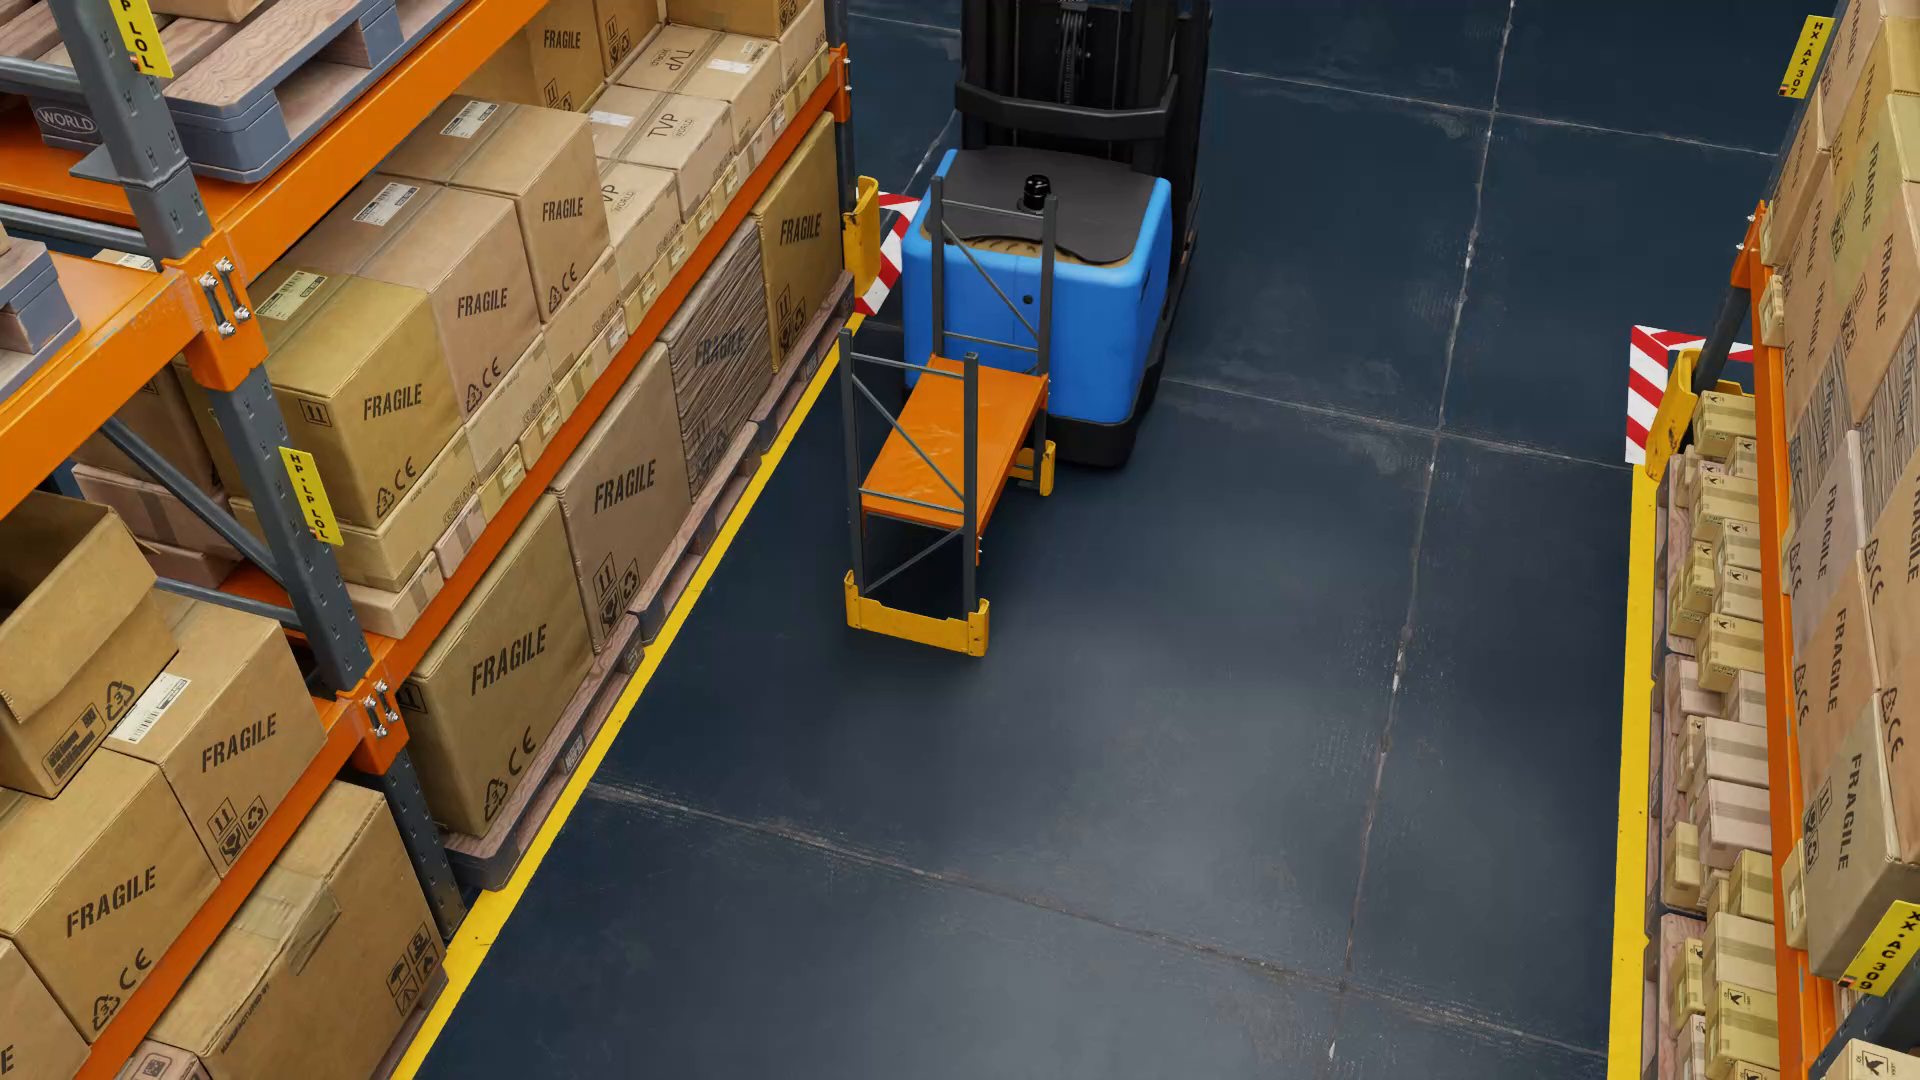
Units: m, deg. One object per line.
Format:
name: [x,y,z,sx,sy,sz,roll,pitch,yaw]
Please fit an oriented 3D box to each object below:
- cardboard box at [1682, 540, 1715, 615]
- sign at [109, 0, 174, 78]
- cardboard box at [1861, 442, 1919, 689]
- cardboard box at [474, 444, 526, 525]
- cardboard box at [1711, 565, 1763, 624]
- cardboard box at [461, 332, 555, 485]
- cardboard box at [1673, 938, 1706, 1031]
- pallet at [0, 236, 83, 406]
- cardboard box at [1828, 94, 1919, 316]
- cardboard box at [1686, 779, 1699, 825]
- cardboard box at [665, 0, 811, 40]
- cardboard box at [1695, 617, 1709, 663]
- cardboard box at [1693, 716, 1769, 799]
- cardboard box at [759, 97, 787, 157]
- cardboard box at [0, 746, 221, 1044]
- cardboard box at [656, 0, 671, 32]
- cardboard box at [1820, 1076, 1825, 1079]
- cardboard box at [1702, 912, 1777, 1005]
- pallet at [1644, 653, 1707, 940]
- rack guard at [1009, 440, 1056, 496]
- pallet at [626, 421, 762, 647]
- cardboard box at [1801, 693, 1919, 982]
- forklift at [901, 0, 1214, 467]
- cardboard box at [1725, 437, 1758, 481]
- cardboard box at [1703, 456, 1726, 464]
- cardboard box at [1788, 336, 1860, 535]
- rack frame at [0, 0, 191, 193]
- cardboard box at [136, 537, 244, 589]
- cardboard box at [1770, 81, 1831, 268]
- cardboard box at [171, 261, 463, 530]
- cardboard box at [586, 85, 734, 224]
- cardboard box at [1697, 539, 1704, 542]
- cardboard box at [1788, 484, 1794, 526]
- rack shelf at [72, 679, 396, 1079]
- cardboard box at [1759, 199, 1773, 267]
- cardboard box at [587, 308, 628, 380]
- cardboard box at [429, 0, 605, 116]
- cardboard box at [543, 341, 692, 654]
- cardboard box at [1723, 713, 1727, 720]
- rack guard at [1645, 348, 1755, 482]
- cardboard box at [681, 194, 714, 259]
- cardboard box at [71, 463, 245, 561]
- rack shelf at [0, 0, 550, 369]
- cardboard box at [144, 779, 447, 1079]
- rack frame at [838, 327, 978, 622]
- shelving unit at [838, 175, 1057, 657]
cardboard box: [2.980,0.175,6.351,0.380,0.149,0.250,14,46,14]
sign: [-1.697,-1.096,3.385,0.100,0.325,0.005,13,46,13]
cardboard box: [2.516,0.067,3.936,0.500,0.500,0.500,11,45,11]
cardboard box: [-1.651,-0.223,5.411,0.380,0.149,0.250,14,46,14]
cardboard box: [2.952,0.266,6.045,0.380,0.149,0.250,14,46,14]
cardboard box: [-1.669,-0.476,5.385,0.500,0.250,0.500,12,46,12]
cardboard box: [2.407,1.403,5.096,0.380,0.149,0.250,11,45,11]
pallet: [-2.447,-0.217,3.218,0.805,0.209,1.217,11,45,11]
cardboard box: [2.977,-0.960,4.986,0.500,0.500,0.500,12,46,12]
cardboard box: [2.730,0.969,5.752,0.380,0.149,0.250,13,46,13]
cardboard box: [-0.902,-2.441,6.857,0.500,0.500,0.500,13,46,13]
cardboard box: [2.989,0.463,6.269,0.380,0.149,0.250,13,46,13]
cardboard box: [2.664,0.762,5.538,0.380,0.149,0.250,11,45,11]
cardboard box: [-0.954,-1.763,6.985,0.380,0.149,0.250,13,46,13]
cardboard box: [-2.254,0.827,4.087,0.500,0.500,0.500,14,46,14]
cardboard box: [-1.408,-2.291,7.240,0.500,0.250,0.500,11,46,11]
cardboard box: [1.922,1.282,3.361,0.380,0.149,0.250,13,46,13]
cardboard box: [2.448,1.301,4.988,0.380,0.149,0.250,12,46,12]
pallet: [3.017,1.009,5.967,1.003,0.211,1.213,13,46,13]
rack guard: [0.128,-0.370,7.349,0.587,0.250,0.087,13,46,13]
pallet: [-1.544,-0.144,7.145,1.003,0.211,1.213,13,46,12]
cardboard box: [2.357,0.759,3.945,0.500,0.500,0.500,13,46,13]
forklift: [0.608,-2.422,7.528,1.130,2.935,3.031,10,45,10]
cardboard box: [3.240,-0.240,6.563,0.380,0.149,0.250,13,46,13]
cardboard box: [3.288,-0.326,6.863,0.380,0.149,0.250,14,46,14]
cardboard box: [2.845,-0.257,4.983,0.500,0.500,0.500,11,46,11]
rack frame: [-2.217,-1.979,2.737,1.000,3.000,0.127,13,46,13]
cardboard box: [-2.437,-0.018,5.202,0.380,0.149,0.250,13,46,13]
cardboard box: [3.292,-1.284,6.033,0.500,0.500,0.500,15,46,14]
cardboard box: [-1.828,-0.421,4.792,0.500,0.500,0.500,13,46,13]
cardboard box: [-1.207,-1.497,6.429,0.500,0.250,0.500,11,45,11]
cardboard box: [3.226,-0.041,6.784,0.380,0.149,0.250,12,46,12]
cardboard box: [2.857,-0.096,5.282,0.380,0.149,0.250,14,46,14]
rack shelf: [-2.822,1.756,3.725,1.077,0.370,4.000,13,46,13]
cardboard box: [3.281,-1.147,6.356,0.380,0.149,0.250,12,46,12]
cardboard box: [-1.418,-0.736,5.936,0.380,0.149,0.250,13,46,13]
cardboard box: [-1.711,-1.879,6.283,0.500,0.500,0.500,11,46,11]
cardboard box: [-1.668,-0.248,6.477,0.875,0.875,0.875,13,46,13]
cardboard box: [2.856,0.739,5.774,0.380,0.149,0.250,15,46,14]
rack guard: [3.668,-0.439,7.240,1.175,0.500,0.348,13,46,13]
cardboard box: [-1.185,-1.250,6.461,0.380,0.149,0.250,13,46,13]
cardboard box: [-2.333,-0.237,5.141,0.500,0.250,0.500,12,46,12]
rack shelf: [-1.611,-1.983,5.400,1.077,0.370,4.000,13,46,13]
cardboard box: [-2.391,1.205,4.991,1.225,0.875,0.875,13,46,13]
rack frame: [-0.180,-0.140,6.220,0.500,1.500,0.032,13,46,13]
shelving unit: [-0.023,-0.485,6.573,0.587,1.500,1.083,13,46,13]
